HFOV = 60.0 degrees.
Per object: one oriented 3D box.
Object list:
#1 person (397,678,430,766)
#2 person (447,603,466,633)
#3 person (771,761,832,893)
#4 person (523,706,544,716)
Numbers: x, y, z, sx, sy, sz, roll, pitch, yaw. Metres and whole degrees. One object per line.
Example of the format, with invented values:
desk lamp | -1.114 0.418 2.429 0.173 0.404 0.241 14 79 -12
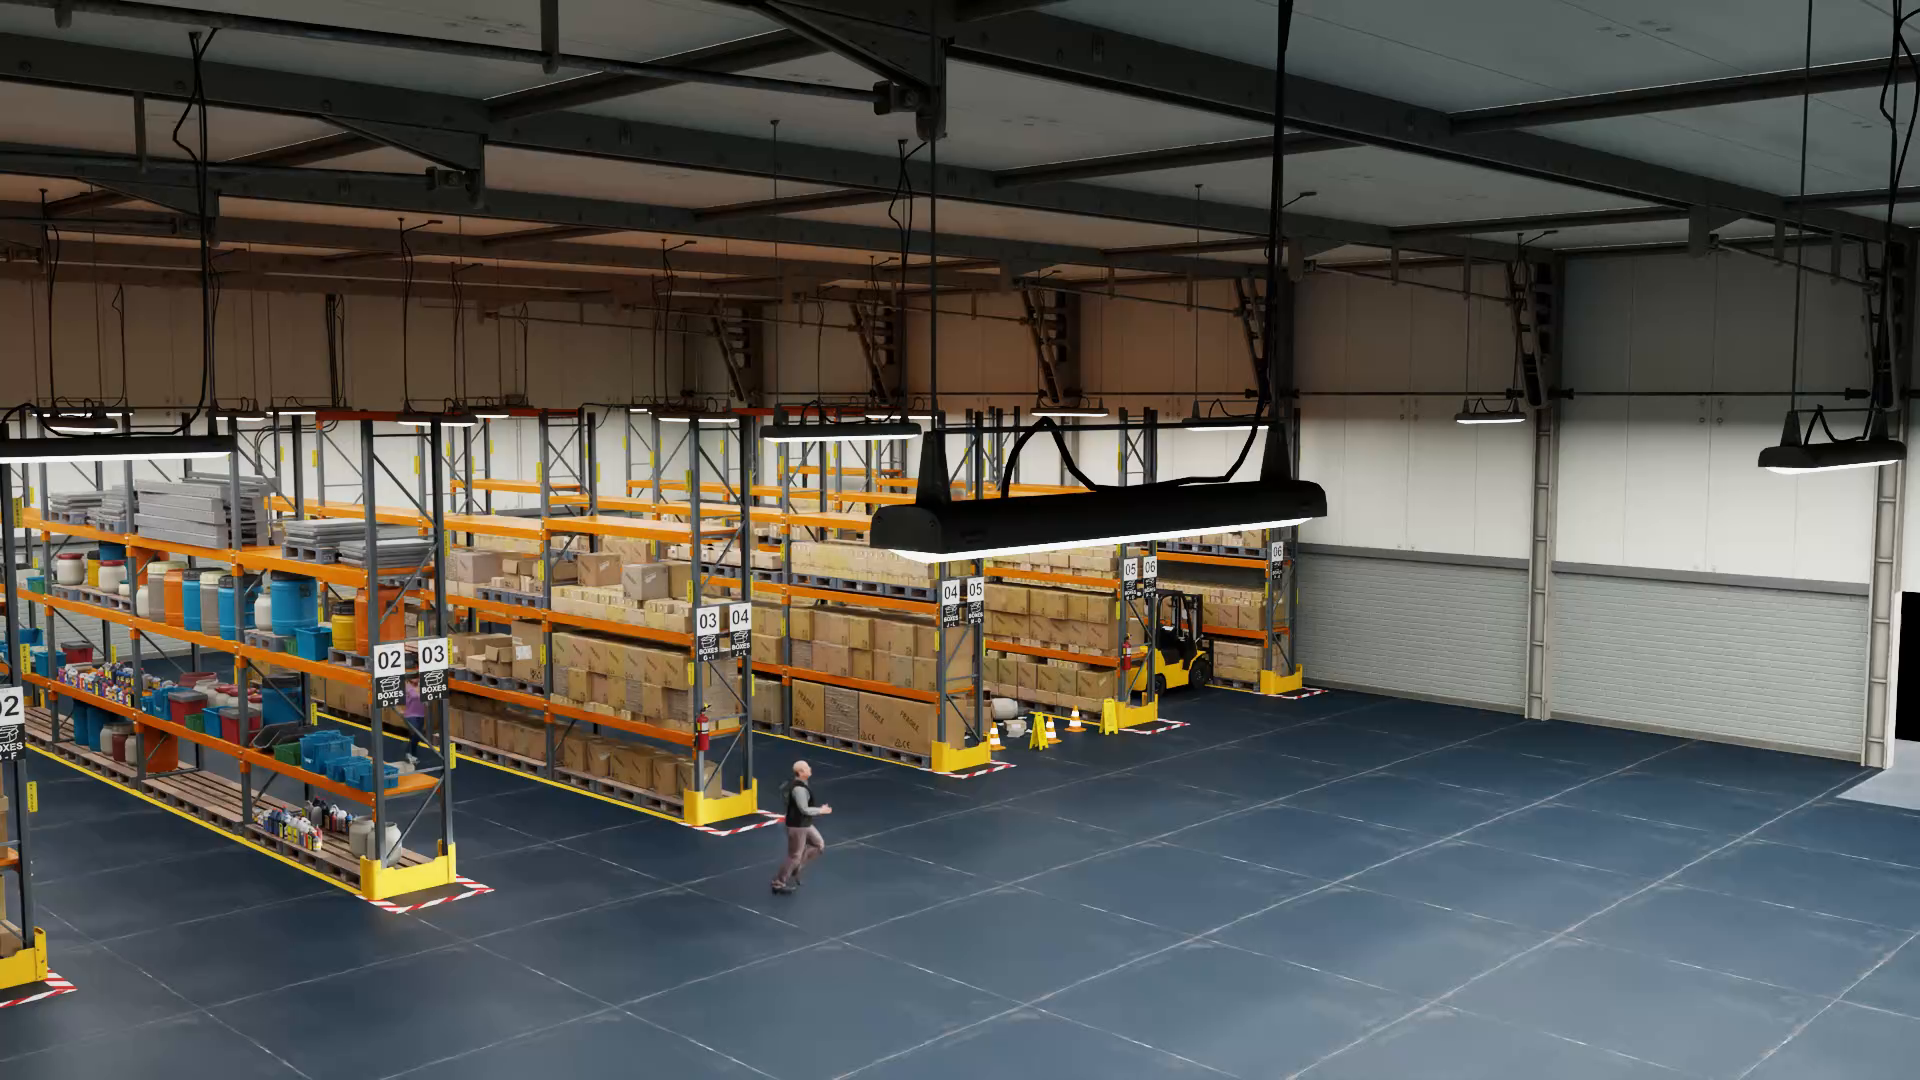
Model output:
person | -9.271 3.008 28.288 0.676 1.567 0.510 3 6 34
person | -12.066 1.936 39.999 0.692 1.797 0.905 4 6 38
person | -2.011 3.640 21.065 0.789 1.600 0.673 -1 5 -7
person | -8.023 2.662 31.764 0.701 1.725 0.699 3 6 33
